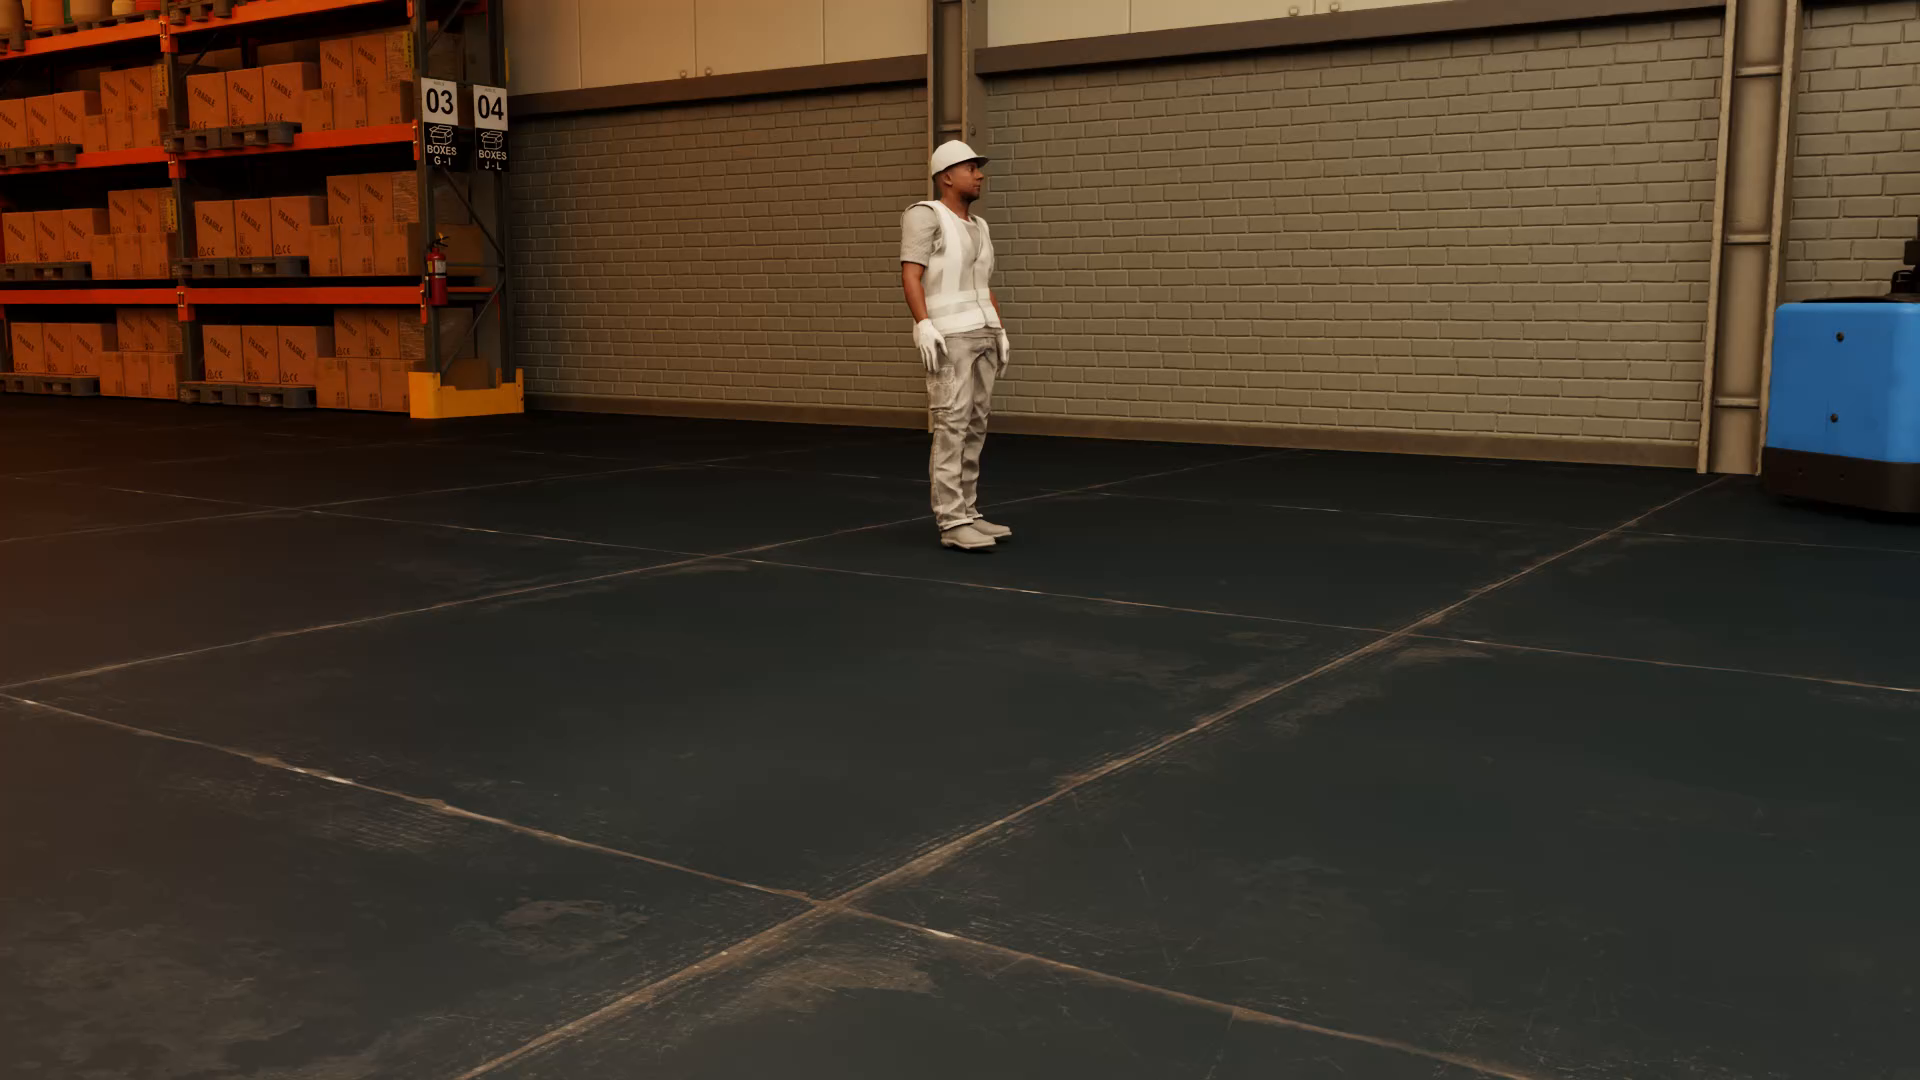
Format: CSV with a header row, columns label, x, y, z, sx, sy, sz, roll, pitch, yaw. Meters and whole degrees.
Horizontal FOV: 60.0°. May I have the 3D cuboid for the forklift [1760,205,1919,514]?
label,x,y,z,sx,sy,sz,roll,pitch,yaw
forklift,5.872,-1.622,8.599,3.031,2.935,1.130,-2,8,-11

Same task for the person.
label,x,y,z,sx,sy,sz,roll,pitch,yaw
person,0.055,-0.883,7.430,0.575,1.785,0.657,5,10,34
